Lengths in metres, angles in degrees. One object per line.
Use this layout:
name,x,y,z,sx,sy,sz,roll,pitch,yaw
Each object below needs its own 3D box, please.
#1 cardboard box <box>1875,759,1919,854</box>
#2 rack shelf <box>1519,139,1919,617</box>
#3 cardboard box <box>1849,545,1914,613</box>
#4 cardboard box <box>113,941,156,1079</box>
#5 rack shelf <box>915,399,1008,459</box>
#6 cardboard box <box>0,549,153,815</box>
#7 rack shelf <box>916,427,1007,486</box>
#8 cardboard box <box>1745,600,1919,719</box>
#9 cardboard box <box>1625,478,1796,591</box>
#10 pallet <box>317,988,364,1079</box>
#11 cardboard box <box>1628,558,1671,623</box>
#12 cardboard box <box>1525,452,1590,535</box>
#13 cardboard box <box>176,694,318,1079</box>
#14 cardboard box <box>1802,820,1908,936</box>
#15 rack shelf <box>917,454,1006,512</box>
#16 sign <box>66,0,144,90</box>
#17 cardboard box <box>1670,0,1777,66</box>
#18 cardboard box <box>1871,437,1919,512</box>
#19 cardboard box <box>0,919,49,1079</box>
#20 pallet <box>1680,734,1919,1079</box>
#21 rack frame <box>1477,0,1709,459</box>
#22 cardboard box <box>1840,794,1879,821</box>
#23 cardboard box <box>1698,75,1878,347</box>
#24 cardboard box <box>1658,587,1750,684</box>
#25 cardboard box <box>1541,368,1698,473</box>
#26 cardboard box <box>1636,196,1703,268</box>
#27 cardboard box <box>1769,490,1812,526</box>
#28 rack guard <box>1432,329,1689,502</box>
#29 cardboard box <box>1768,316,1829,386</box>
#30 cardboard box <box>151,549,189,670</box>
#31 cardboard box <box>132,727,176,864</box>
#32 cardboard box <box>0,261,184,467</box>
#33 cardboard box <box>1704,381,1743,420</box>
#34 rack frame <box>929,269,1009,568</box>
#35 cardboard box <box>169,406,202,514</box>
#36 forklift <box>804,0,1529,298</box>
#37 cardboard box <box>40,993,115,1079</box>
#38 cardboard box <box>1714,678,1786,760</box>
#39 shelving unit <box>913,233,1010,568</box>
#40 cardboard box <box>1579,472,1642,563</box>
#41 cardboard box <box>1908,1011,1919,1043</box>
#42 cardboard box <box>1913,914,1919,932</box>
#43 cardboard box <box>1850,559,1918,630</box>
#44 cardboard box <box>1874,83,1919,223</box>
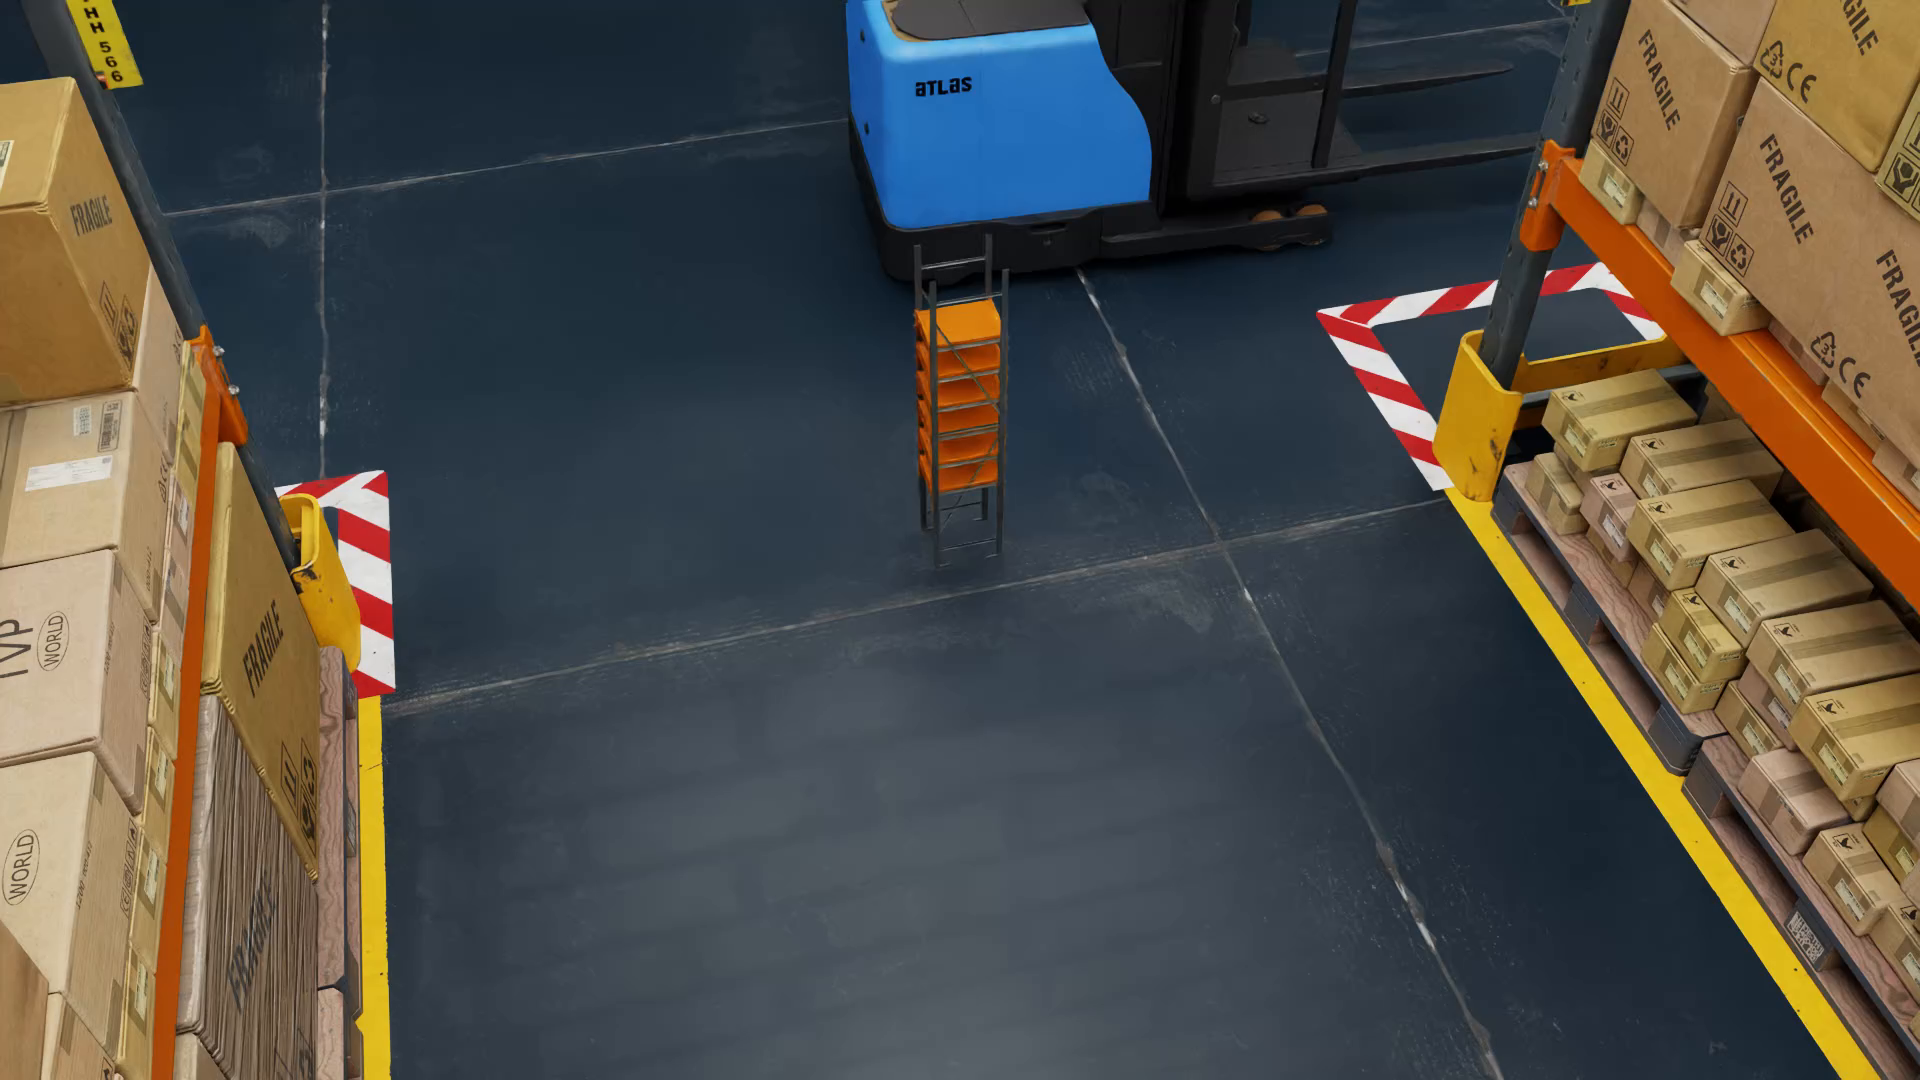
cardboard box,2.616,0.677,4.272,0.380,0.149,0.250,-11,47,-10
rack shelf,2.810,0.182,3.975,1.077,0.370,4.000,-11,47,-10
cardboard box,2.881,0.041,4.895,0.380,0.149,0.250,-12,47,-12
cardboard box,-1.654,0.895,2.949,0.380,0.149,0.250,-12,47,-11
rack shelf,0.004,-0.379,5.343,0.258,0.103,0.180,-11,47,-10
cardboard box,-1.882,0.322,3.231,0.500,0.250,0.500,-12,47,-12
rack shelf,0.004,-0.295,5.429,0.258,0.103,0.180,-11,47,-10
cardboard box,2.436,0.331,4.611,0.380,0.149,0.250,-9,46,-9
cardboard box,2.231,-0.019,4.954,0.380,0.149,0.250,-11,47,-10
pallet,-1.934,1.741,3.896,1.003,0.211,1.213,-11,47,-10
cardboard box,2.339,0.156,5.199,0.380,0.149,0.250,-10,46,-10
cardboard box,2.122,-0.180,5.528,0.380,0.149,0.250,-10,46,-10
cardboard box,-2.049,1.038,3.826,0.875,0.875,0.875,-11,47,-10
cardboard box,2.531,0.886,4.484,0.380,0.149,0.250,-11,47,-10
rack shelf,0.004,-0.211,5.515,0.258,0.103,0.180,-11,47,-10
sign,-1.995,-1.192,3.841,0.100,0.325,0.005,-11,47,-10
cardboard box,2.156,-1.582,4.221,0.500,0.500,0.500,-11,47,-11
cardboard box,2.466,-0.195,4.016,0.380,0.149,0.250,-12,47,-11
cardboard box,-1.631,0.757,2.280,0.500,0.500,0.500,-12,47,-12
pallet,2.800,0.986,4.636,1.003,0.211,1.213,-11,47,-10
rack frame,2.298,-1.451,5.072,1.000,3.000,0.127,-11,47,-10
cardboard box,2.577,0.599,4.556,0.380,0.149,0.250,-9,46,-8
cardboard box,2.307,-0.865,4.219,0.500,0.500,0.500,-11,47,-10
cardboard box,2.308,0.254,4.895,0.380,0.149,0.250,-9,46,-9
cardboard box,2.103,-0.384,5.312,0.380,0.149,0.250,-13,47,-12
cardboard box,2.169,-0.911,4.719,0.380,0.149,0.250,-9,46,-9
cardboard box,2.723,-0.202,5.341,0.380,0.149,0.250,-12,47,-11
rack guard,2.317,-0.524,5.913,1.175,0.500,0.348,-11,47,-10
cardboard box,2.385,-0.562,4.376,0.380,0.149,0.250,-9,46,-8
cardboard box,-1.919,0.186,3.644,0.380,0.149,0.250,-10,46,-10
cardboard box,-1.784,0.544,3.293,0.380,0.149,0.250,-11,47,-10
cardboard box,-2.142,-0.379,3.918,0.500,0.250,0.500,-11,47,-11
cardboard box,2.678,-0.489,5.415,0.380,0.149,0.250,-10,46,-10
rack frame,0.027,-0.347,5.250,0.240,1.200,0.006,-11,47,-10
cardboard box,-2.045,-0.161,3.984,0.380,0.149,0.250,-10,46,-10
forklift,0.937,-2.612,6.257,3.031,2.935,1.130,-13,47,-12
cardboard box,-1.627,1.023,2.544,0.500,0.250,0.500,-10,46,-9
cardboard box,2.456,0.511,4.851,0.380,0.149,0.250,-11,47,-10
shelving unit,0.004,-0.410,5.312,0.258,1.200,0.189,-11,47,-10
cardboard box,2.199,-0.096,5.238,0.380,0.149,0.250,-11,47,-11
cardboard box,2.627,1.239,4.138,0.380,0.149,0.250,-11,47,-10
cardboard box,2.664,0.980,4.183,0.380,0.149,0.250,-13,47,-12
cardboard box,2.813,0.171,4.976,0.380,0.149,0.250,-11,47,-11
cardboard box,2.403,-0.871,3.525,0.500,0.500,0.500,-12,47,-11
